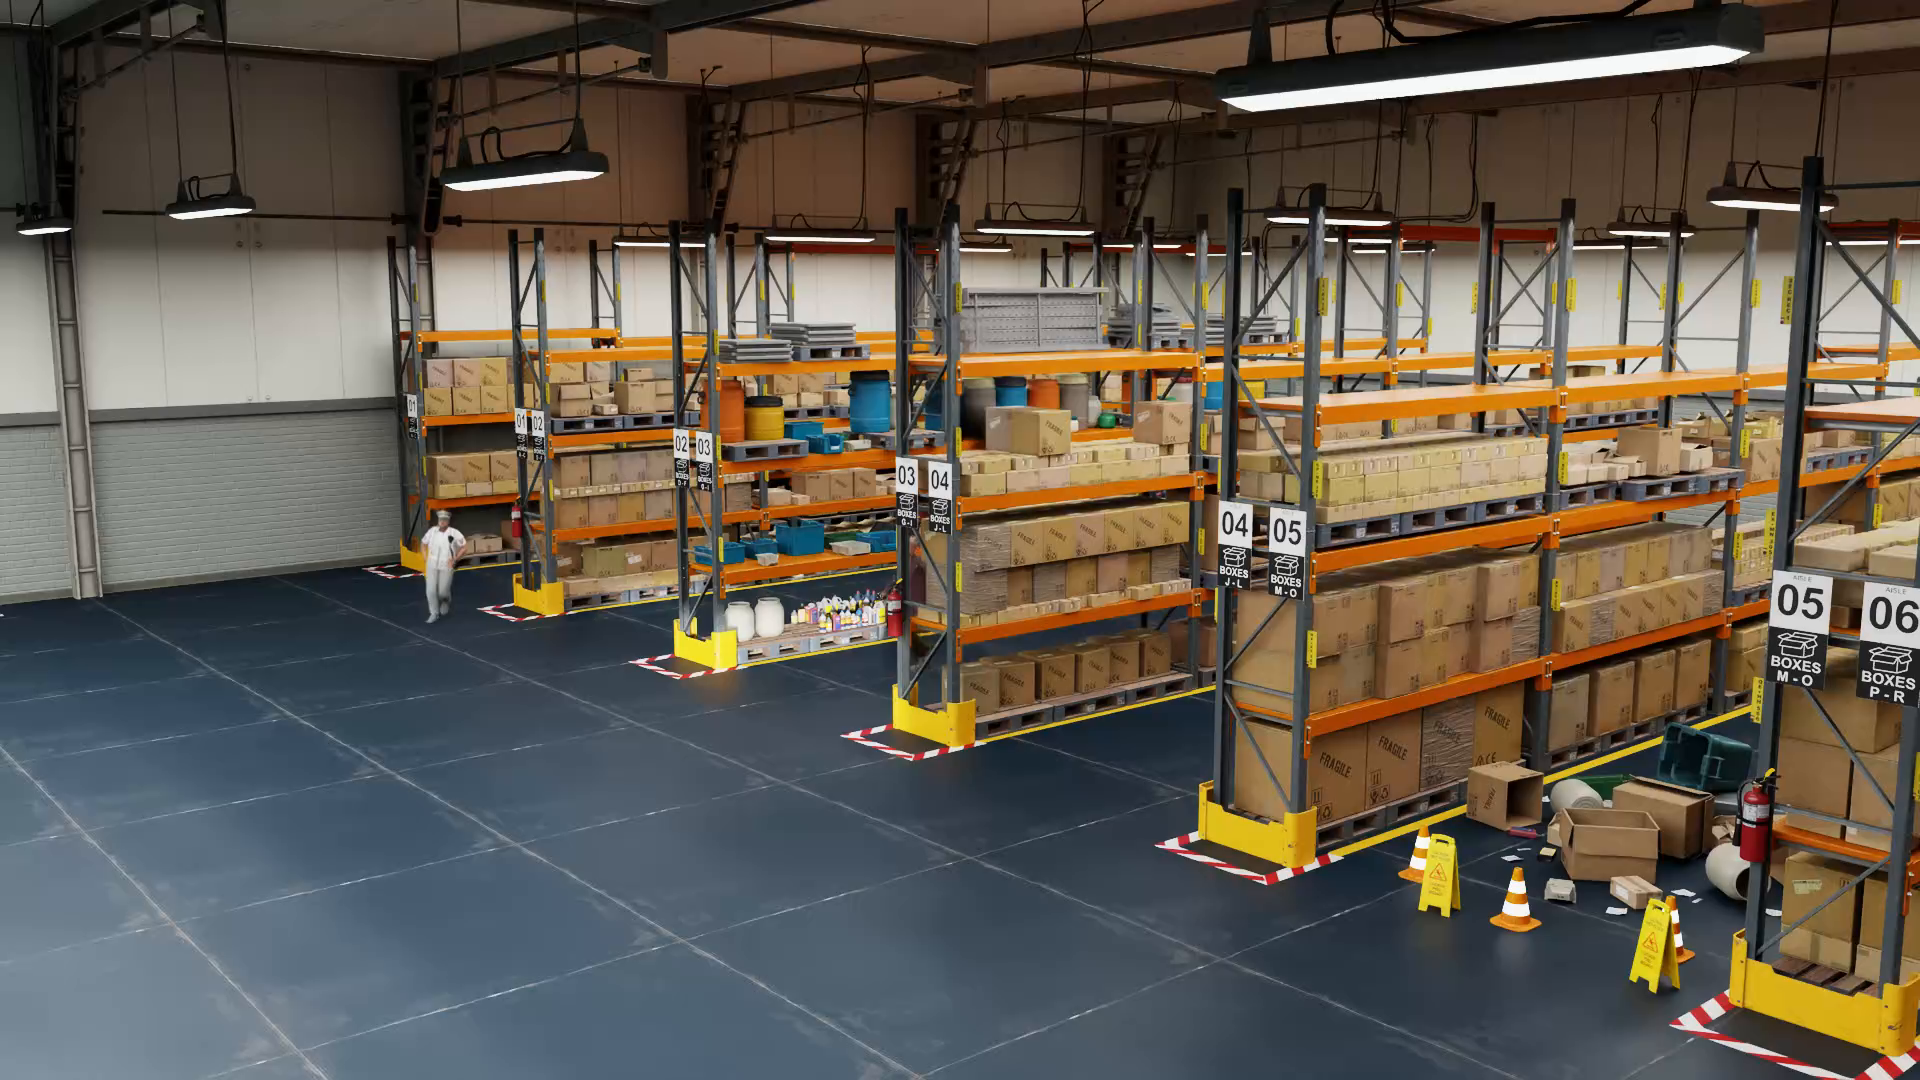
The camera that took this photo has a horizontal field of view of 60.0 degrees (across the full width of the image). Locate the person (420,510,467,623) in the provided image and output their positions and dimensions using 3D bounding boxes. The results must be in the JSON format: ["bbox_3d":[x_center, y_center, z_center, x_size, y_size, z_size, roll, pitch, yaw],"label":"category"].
[{"bbox_3d":[-7.978,0.389,25.670,0.691,1.733,0.655,0,9,-1],"label":"person"}]

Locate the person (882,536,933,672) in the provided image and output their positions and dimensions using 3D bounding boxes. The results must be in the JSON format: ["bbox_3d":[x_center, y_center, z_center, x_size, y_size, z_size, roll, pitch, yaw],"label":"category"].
[{"bbox_3d":[-0.638,0.815,20.933,0.655,1.738,0.715,-5,10,-32],"label":"person"}]
